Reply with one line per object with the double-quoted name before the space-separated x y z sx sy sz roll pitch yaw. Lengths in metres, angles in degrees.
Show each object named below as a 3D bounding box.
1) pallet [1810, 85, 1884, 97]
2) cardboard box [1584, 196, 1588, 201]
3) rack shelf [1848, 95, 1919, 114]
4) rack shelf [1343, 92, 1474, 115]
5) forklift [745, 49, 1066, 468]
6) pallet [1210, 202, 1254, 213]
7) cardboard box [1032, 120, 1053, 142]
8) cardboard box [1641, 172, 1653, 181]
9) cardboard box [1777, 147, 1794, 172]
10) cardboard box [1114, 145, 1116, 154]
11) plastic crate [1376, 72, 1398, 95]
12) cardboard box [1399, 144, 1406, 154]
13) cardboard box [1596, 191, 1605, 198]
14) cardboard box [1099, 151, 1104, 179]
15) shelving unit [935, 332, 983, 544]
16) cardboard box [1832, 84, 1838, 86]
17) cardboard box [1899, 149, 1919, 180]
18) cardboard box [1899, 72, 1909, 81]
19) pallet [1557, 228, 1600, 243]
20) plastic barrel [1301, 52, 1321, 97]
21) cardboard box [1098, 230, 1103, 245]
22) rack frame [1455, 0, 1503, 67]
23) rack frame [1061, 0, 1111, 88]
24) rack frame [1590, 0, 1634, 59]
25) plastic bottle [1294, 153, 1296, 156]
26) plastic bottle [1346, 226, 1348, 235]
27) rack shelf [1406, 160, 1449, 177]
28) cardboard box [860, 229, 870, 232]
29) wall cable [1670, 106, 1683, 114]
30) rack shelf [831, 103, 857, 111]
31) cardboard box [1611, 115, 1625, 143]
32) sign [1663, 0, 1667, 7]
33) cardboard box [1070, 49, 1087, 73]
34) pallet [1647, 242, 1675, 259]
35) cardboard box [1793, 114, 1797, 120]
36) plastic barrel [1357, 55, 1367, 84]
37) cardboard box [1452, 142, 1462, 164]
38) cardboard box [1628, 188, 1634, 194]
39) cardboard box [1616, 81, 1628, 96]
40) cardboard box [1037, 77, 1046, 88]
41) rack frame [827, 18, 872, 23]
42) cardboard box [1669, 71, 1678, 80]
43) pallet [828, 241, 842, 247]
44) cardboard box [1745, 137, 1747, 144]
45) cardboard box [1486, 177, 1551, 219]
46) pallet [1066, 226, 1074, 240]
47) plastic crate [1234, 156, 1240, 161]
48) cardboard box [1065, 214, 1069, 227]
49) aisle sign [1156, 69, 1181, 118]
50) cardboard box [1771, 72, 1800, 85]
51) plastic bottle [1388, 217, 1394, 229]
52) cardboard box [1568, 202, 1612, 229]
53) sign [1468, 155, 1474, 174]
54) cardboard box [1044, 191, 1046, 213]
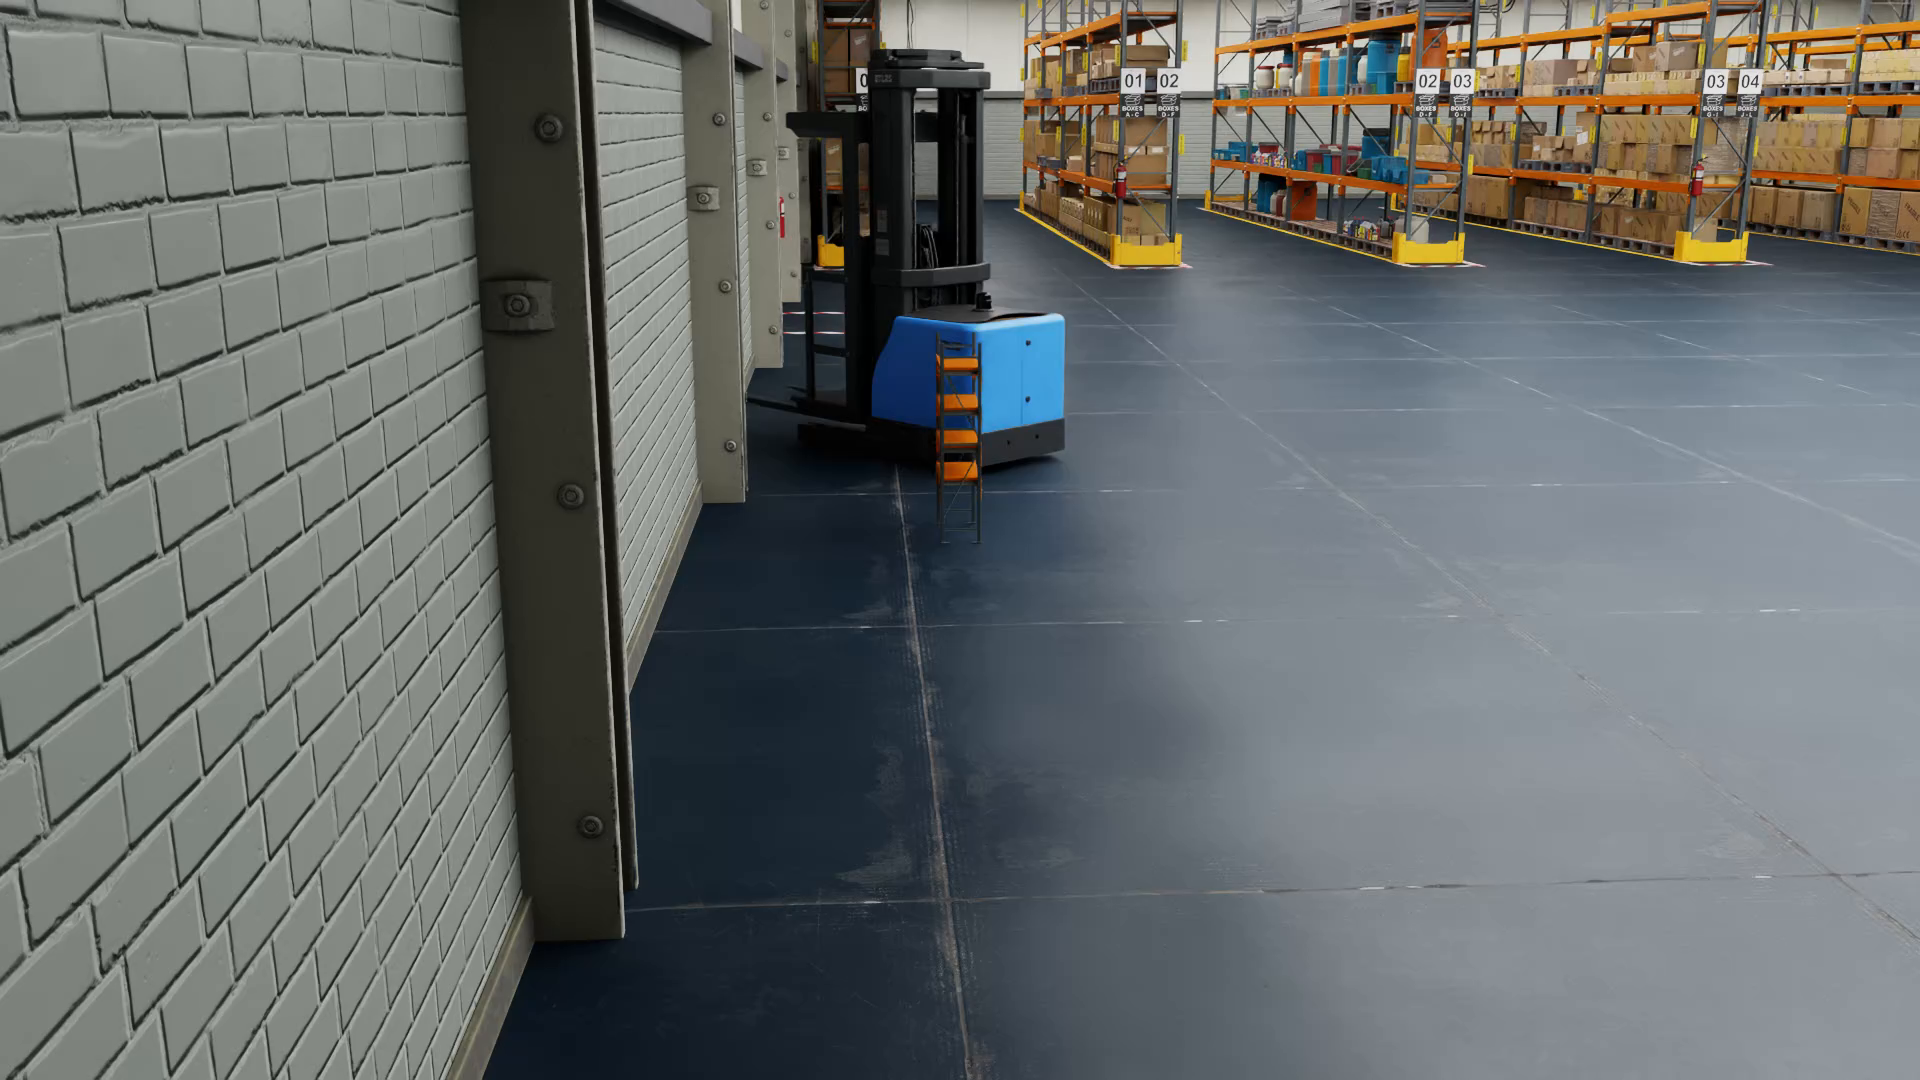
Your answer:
"pallet" 17.635 -8.927 33.065 0.805 0.209 1.217 -1 15 -6
"cardboard box" 16.711 -9.011 43.908 0.380 0.149 0.250 -1 14 -2
"rack shelf" 17.865 -7.946 30.314 1.077 0.370 4.000 -1 14 -3
"rack shelf" 7.965 -7.818 29.817 1.077 0.370 4.000 -1 14 -3
"forklift" -0.611 -2.206 12.719 1.130 2.935 3.031 -14 20 -43
"pallet" 7.110 -8.640 43.182 1.003 0.211 1.213 -1 14 -3
"cardboard box" 2.046 -10.033 40.792 0.500 0.500 0.500 -1 14 -3
"cardboard box" 12.611 -6.611 30.203 0.380 0.149 0.250 -1 14 -3
"cardboard box" 17.346 -7.891 34.475 0.500 0.500 0.500 -1 14 -4
"cardboard box" 2.884 -6.787 28.883 0.380 0.149 0.250 -1 14 -3
"plastic crate" 7.670 -8.131 29.622 0.392 0.384 0.575 -1 14 -3
"cardboard box" 11.801 -10.220 43.432 0.500 0.250 0.500 -1 14 -5
"cardboard box" 16.746 -8.962 43.121 0.380 0.149 0.250 0 14 -2
"cardboard box" 2.970 -6.943 30.791 0.700 0.500 0.500 -1 14 -4
"shelving unit" -0.010 -0.622 10.037 0.258 1.200 0.503 -1 14 -3
"cardboard box" 21.805 -11.233 41.105 0.380 0.149 0.250 -1 14 -2
"cardboard box" 17.882 -6.918 30.591 0.875 0.550 0.500 -1 14 -3
"cardboard box" 17.505 -8.510 30.521 0.380 0.149 0.250 -1 14 -3
"pallet" 12.735 -6.131 33.432 1.003 0.211 1.213 -1 14 -3
"plastic barrel" 7.428 -9.694 34.658 0.600 0.901 0.600 0 14 0
"cardboard box" 2.741 -5.390 29.631 0.500 0.250 0.500 -1 14 -3
"rack frame" 12.289 -12.183 39.317 1.000 3.000 0.127 -1 14 -3
"rack frame" 2.649 -11.036 34.860 1.000 3.000 0.127 -1 14 -3
"rack frame" 16.998 -13.229 43.383 1.000 3.000 0.127 -1 14 -3
"plastic bottle" 7.755 -8.798 38.451 0.152 0.276 0.135 -1 14 -3
"plastic bottle" 7.436 -5.933 31.797 0.097 0.201 0.097 0 14 0
"rack shelf" 12.165 -9.426 42.087 1.077 0.370 4.000 -1 14 -3
"cardboard box" -1.787 -5.290 29.079 0.500 0.311 0.500 0 14 1
"wall cable" 21.559 -12.334 49.844 0.585 1.953 0.123 -1 14 -3
"rack shelf" -2.419 -9.655 36.956 1.077 0.370 4.000 -1 14 -3
"cardboard box" 12.591 -7.724 31.224 0.500 0.500 0.500 -1 14 -3
"sign" 16.703 -12.721 39.376 0.100 0.325 0.005 -1 14 -3
"cardboard box" 2.628 -10.225 35.519 0.500 0.500 0.500 -1 14 -3
"pallet" 13.013 -5.164 29.674 1.003 0.211 1.213 -1 14 -3
"cardboard box" 21.770 -10.919 42.937 0.380 0.149 0.250 -1 14 -3
"plastic barrel" 7.672 -8.812 31.166 0.421 0.512 0.421 0 14 0
"cardboard box" 12.068 -9.208 39.592 0.500 0.500 0.500 -1 14 -3
"cardboard box" 16.948 -8.715 41.562 0.380 0.149 0.250 0 14 -2
"cardboard box" 12.595 -8.421 31.015 0.500 0.250 0.500 -1 14 -4
"cardboard box" 2.100 -10.864 39.510 0.500 0.250 0.500 -1 14 -3
"rack frame" -2.295 -10.959 34.559 1.000 3.000 0.127 -1 14 -3
"cardboard box" 12.639 -8.125 29.068 0.380 0.149 0.250 -1 14 -3
"pallet" -1.891 -5.237 29.958 1.003 0.211 1.213 -1 14 -3
"cardboard box" 17.639 -8.889 37.021 0.380 0.149 0.250 -1 14 -5
"cardboard box" 12.515 -7.629 37.079 1.225 0.875 0.875 -2 15 -6
"pallet" 2.734 -6.272 33.980 1.003 0.211 1.213 -1 14 -3
"plastic crate" 7.008 -9.371 40.860 0.437 0.125 0.590 -1 14 -3
"cardboard box" 2.459 -6.613 34.386 0.500 0.250 0.500 -1 14 -5
"aisle sign" 3.455 -7.388 27.505 0.394 0.787 0.004 -1 14 -3
"cardboard box" 17.350 -9.658 34.781 0.500 0.250 0.500 0 14 -2
"plastic bottle" 8.181 -5.938 31.519 0.144 0.351 0.185 -2 15 -6
"cardboard box" 12.757 -6.562 33.645 0.700 0.500 0.500 -1 14 -4
"sign" 8.638 -6.358 28.162 0.100 0.325 0.005 -1 14 -3
"cardboard box" 2.232 -7.871 38.733 0.500 0.500 0.500 -1 14 -3
